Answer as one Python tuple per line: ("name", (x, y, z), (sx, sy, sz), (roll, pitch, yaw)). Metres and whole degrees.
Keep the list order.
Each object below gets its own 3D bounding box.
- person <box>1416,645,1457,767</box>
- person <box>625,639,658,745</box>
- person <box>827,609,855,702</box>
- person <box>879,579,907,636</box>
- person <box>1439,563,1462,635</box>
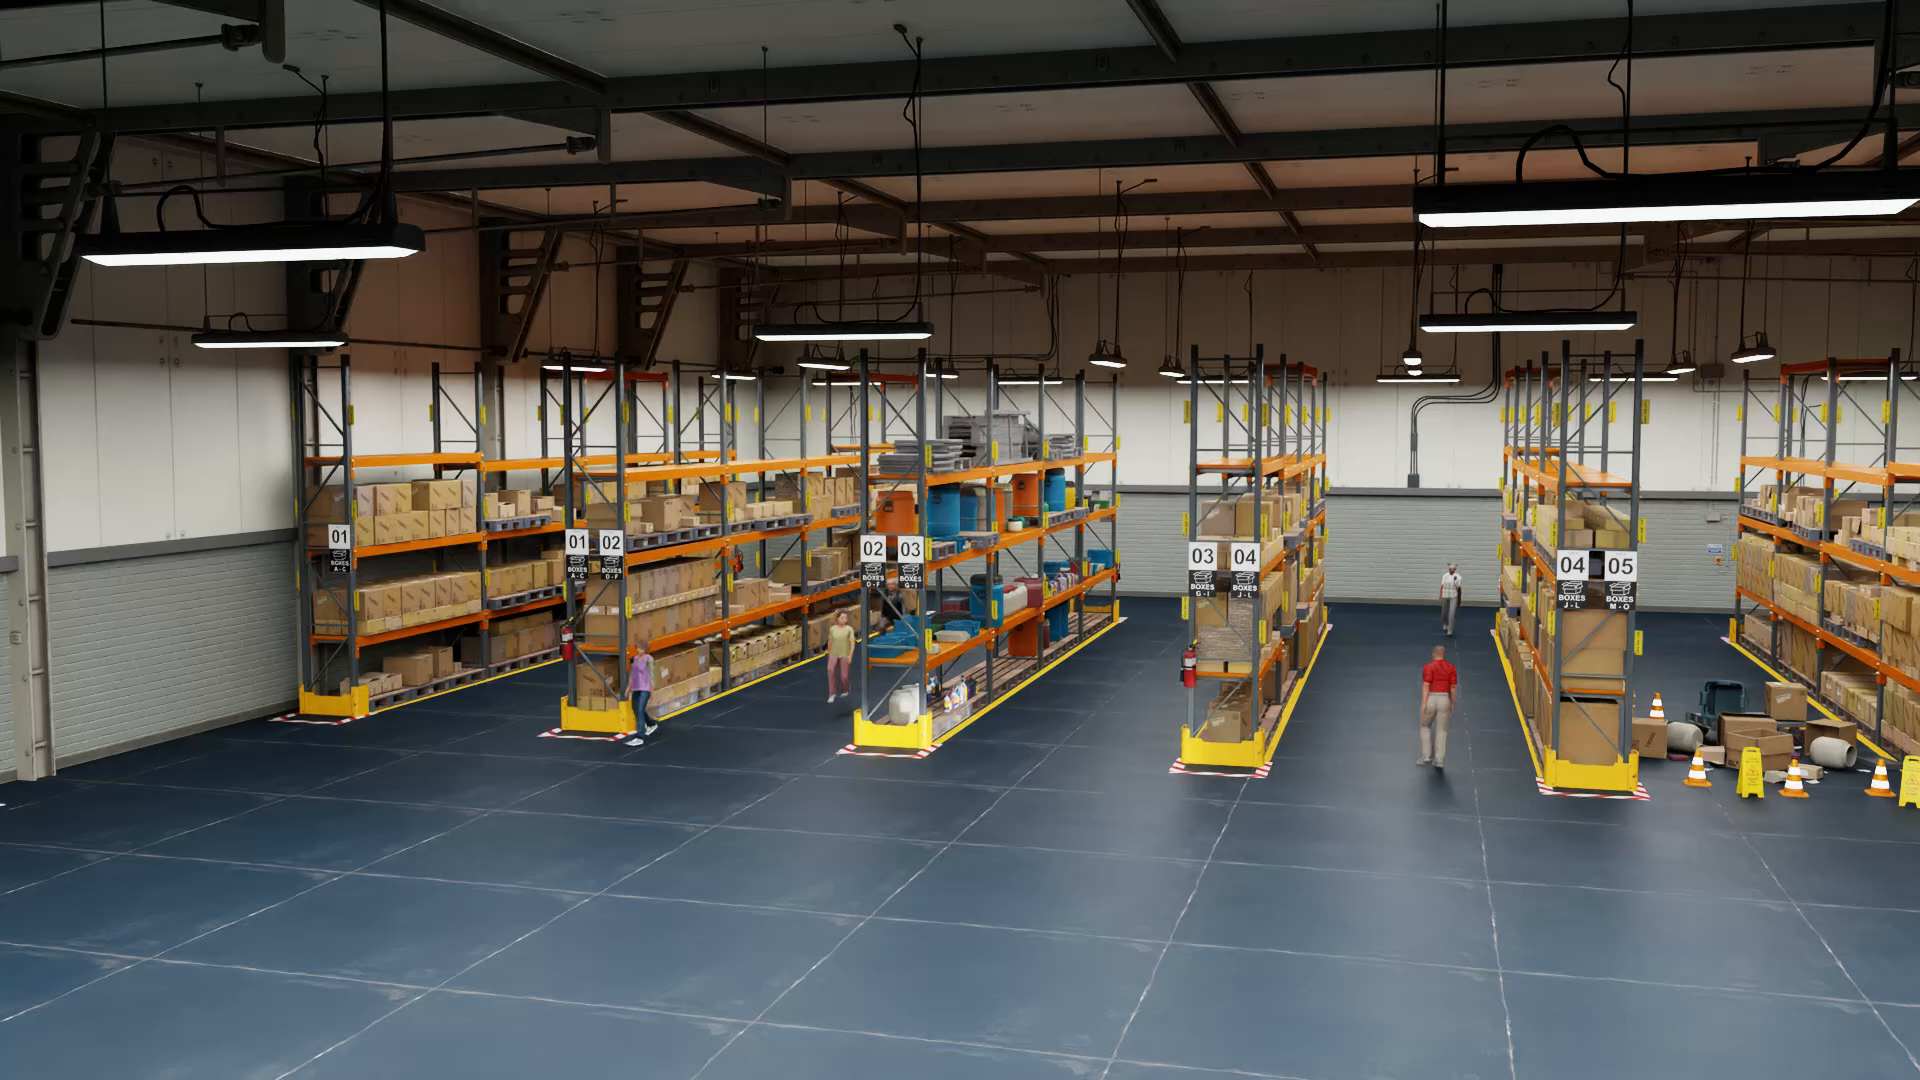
("person", (6.817, 2.400, 23.714), (0.543, 1.782, 0.600), (1, 4, 8))
("person", (-4.869, 2.304, 25.421), (0.420, 1.572, 0.761), (3, 6, 39))
("person", (-2.000, 1.927, 27.816), (0.467, 1.483, 0.730), (0, 4, 0))
("person", (-1.341, 1.600, 33.759), (0.547, 1.625, 1.002), (1, 4, 12))
("person", (11.196, 1.321, 37.947), (0.471, 1.637, 0.833), (2, 5, 24))
